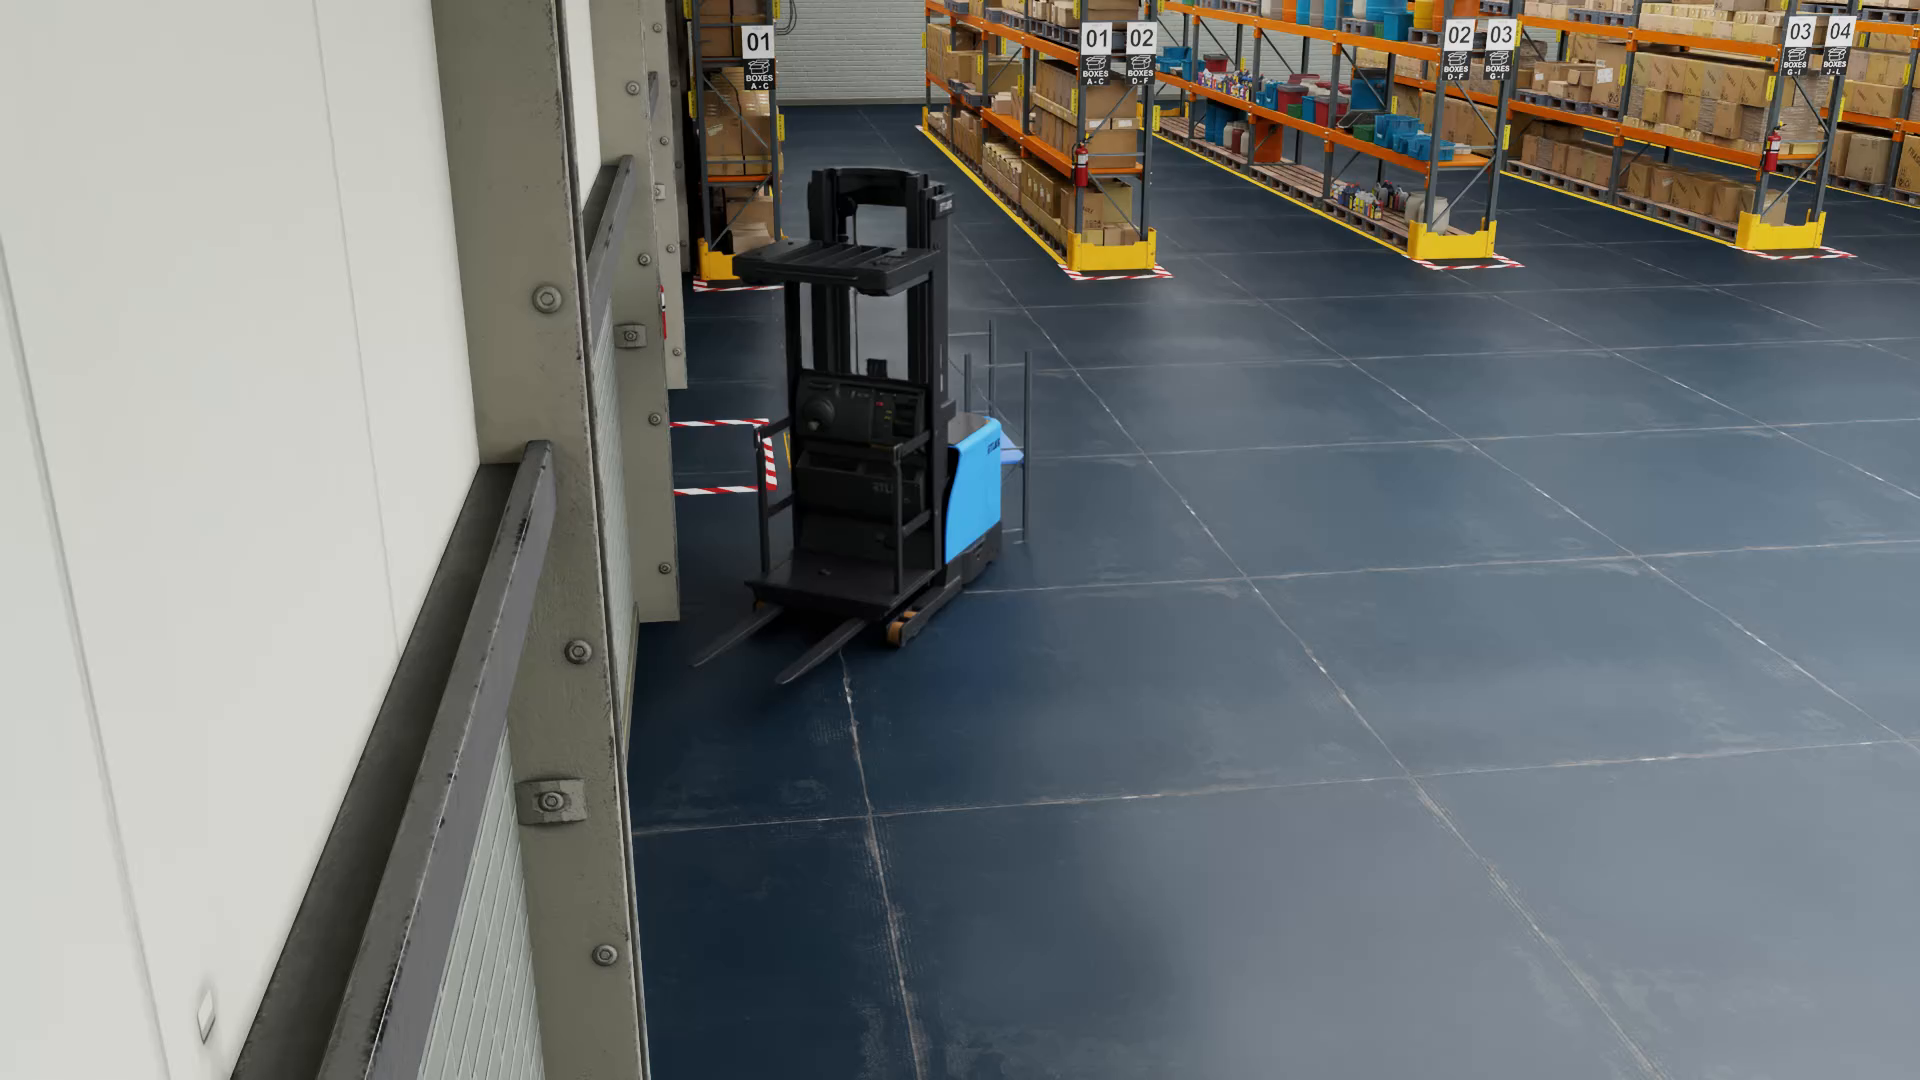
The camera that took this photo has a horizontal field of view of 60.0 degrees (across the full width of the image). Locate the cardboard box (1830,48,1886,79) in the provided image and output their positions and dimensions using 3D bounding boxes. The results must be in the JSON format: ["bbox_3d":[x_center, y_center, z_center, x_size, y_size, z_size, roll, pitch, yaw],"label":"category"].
[{"bbox_3d":[15.903,-8.444,29.464,0.700,0.500,0.500,-3,21,-8],"label":"cardboard box"}]

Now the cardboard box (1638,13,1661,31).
[{"bbox_3d":[11.089,-8.180,26.257,0.500,0.250,0.500,-4,21,-10],"label":"cardboard box"}]

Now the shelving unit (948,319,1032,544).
[{"bbox_3d":[0.157,-0.838,12.816,0.538,1.500,1.048,-5,21,-13],"label":"shelving unit"}]

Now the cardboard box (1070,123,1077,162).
[{"bbox_3d":[1.916,-5.521,23.069,0.700,0.500,0.500,-2,21,-6],"label":"cardboard box"}]

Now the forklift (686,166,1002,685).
[{"bbox_3d":[-0.744,-0.847,10.794,1.130,2.935,3.031,9,22,22],"label":"forklift"}]

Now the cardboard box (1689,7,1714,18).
[{"bbox_3d":[11.245,-7.958,25.093,0.380,0.149,0.250,-3,21,-9],"label":"cardboard box"}]

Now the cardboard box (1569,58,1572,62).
[{"bbox_3d":[14.271,-11.051,38.377,0.380,0.149,0.250,-2,21,-6],"label":"cardboard box"}]

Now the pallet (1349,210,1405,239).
[{"bbox_3d":[6.611,-4.800,25.265,1.003,0.211,1.213,-3,21,-8],"label":"pallet"}]

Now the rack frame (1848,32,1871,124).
[{"bbox_3d":[19.931,-10.283,35.962,1.000,3.000,0.127,-3,21,-8],"label":"rack frame"}]

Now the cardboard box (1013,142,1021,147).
[{"bbox_3d":[1.217,-6.903,29.439,0.500,0.311,0.500,-2,21,-6],"label":"cardboard box"}]

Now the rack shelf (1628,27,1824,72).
[{"bbox_3d":[11.566,-7.389,24.955,1.077,0.370,4.000,-3,21,-8],"label":"rack shelf"}]

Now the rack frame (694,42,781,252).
[{"bbox_3d":[-2.850,-4.879,21.493,1.000,3.000,0.127,-3,21,-8],"label":"rack frame"}]

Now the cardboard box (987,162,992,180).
[{"bbox_3d":[0.756,-6.439,28.998,0.500,0.250,0.500,-3,21,-9],"label":"cardboard box"}]

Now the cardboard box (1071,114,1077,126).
[{"bbox_3d":[1.731,-5.783,22.842,0.380,0.149,0.250,-3,21,-9],"label":"cardboard box"}]

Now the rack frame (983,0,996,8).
[{"bbox_3d":[0.898,-10.711,28.532,1.000,3.000,0.127,-3,21,-8],"label":"rack frame"}]

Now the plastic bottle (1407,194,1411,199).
[{"bbox_3d":[6.907,-5.174,25.552,0.097,0.271,0.097,0,20,0],"label":"plastic bottle"}]

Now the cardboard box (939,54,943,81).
[{"bbox_3d":[-0.157,-9.848,34.654,0.500,0.500,0.500,-2,21,-7],"label":"cardboard box"}]

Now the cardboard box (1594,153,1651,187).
[{"bbox_3d":[11.211,-6.263,28.140,0.700,0.500,0.500,-5,21,-12],"label":"cardboard box"}]

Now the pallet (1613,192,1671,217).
[{"bbox_3d":[11.410,-5.477,27.078,1.003,0.211,1.213,-3,21,-8],"label":"pallet"}]

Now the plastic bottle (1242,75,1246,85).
[{"bbox_3d":[5.605,-9.040,32.816,0.097,0.271,0.097,0,20,0],"label":"plastic bottle"}]

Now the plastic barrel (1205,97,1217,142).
[{"bbox_3d":[5.285,-8.558,33.742,0.600,0.901,0.708,-3,21,-8],"label":"plastic barrel"}]

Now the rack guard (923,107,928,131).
[{"bbox_3d":[-0.244,-9.473,37.365,1.175,0.500,0.348,-3,21,-8],"label":"rack guard"}]

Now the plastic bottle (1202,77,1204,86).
[{"bbox_3d":[4.908,-9.207,33.364,0.097,0.201,0.097,0,20,0],"label":"plastic bottle"}]

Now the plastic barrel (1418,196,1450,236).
[{"bbox_3d":[6.783,-4.634,23.792,0.421,0.512,0.421,0,20,0],"label":"plastic barrel"}]

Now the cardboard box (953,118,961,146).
[{"bbox_3d":[0.150,-8.141,33.169,0.500,0.500,0.500,-4,21,-10],"label":"cardboard box"}]

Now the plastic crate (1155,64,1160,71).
[{"bbox_3d":[4.419,-10.371,36.488,0.250,0.136,0.298,-3,21,-8],"label":"plastic crate"}]

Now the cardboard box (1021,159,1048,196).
[{"bbox_3d":[1.232,-5.599,25.678,0.500,0.500,0.500,-3,21,-8],"label":"cardboard box"}]

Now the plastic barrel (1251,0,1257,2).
[{"bbox_3d":[5.500,-10.050,30.647,0.301,0.262,0.301,0,20,0],"label":"plastic barrel"}]

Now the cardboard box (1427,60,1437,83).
[{"bbox_3d":[9.944,-9.659,34.146,0.500,0.500,0.500,-3,21,-8],"label":"cardboard box"}]

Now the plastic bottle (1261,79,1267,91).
[{"bbox_3d":[5.858,-8.737,31.999,0.152,0.276,0.135,-3,21,-8],"label":"plastic bottle"}]

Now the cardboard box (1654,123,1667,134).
[{"bbox_3d":[11.139,-6.459,26.083,0.380,0.149,0.250,-3,21,-8],"label":"cardboard box"}]

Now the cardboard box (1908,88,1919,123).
[{"bbox_3d":[16.266,-7.172,27.417,0.875,0.550,0.550,-3,21,-8],"label":"cardboard box"}]

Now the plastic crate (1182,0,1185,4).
[{"bbox_3d":[4.776,-11.160,34.260,0.416,0.233,0.300,-3,21,-8],"label":"plastic crate"}]

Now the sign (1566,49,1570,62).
[{"bbox_3d":[11.237,-8.935,30.809,0.100,0.325,0.005,-3,21,-8],"label":"sign"}]

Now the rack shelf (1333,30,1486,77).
[{"bbox_3d":[6.665,-7.140,24.286,1.077,0.370,4.000,-3,21,-8],"label":"rack shelf"}]

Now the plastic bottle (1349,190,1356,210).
[{"bbox_3d":[6.092,-5.273,25.799,0.061,0.283,0.133,-2,21,-5],"label":"plastic bottle"}]

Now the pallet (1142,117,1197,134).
[{"bbox_3d":[4.727,-9.325,37.381,1.003,0.211,1.213,-3,21,-8],"label":"pallet"}]

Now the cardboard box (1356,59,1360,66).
[{"bbox_3d":[9.273,-10.911,38.002,0.380,0.149,0.250,-3,21,-7],"label":"cardboard box"}]

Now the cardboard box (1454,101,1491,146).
[{"bbox_3d":[10.502,-8.149,32.684,1.225,0.875,0.875,-3,21,-8],"label":"cardboard box"}]

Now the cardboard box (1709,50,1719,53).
[{"bbox_3d":[15.443,-9.869,33.760,0.380,0.149,0.250,-4,21,-10],"label":"cardboard box"}]

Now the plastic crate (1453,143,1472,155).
[{"bbox_3d":[7.143,-5.582,23.750,0.298,0.136,0.250,-3,21,-8],"label":"plastic crate"}]

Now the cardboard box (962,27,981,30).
[{"bbox_3d":[0.308,-10.513,35.005,0.500,0.500,0.500,-2,21,-6],"label":"cardboard box"}]

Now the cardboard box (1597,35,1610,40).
[{"bbox_3d":[14.482,-11.338,36.787,0.500,0.500,0.500,-4,21,-9],"label":"cardboard box"}]

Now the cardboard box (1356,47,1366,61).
[{"bbox_3d":[9.350,-11.058,37.825,0.500,0.250,0.500,-3,21,-9],"label":"cardboard box"}]

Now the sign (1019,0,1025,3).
[{"bbox_3d":[0.939,-8.279,25.121,0.100,0.325,0.005,-3,21,-8],"label":"sign"}]

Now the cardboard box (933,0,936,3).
[{"bbox_3d":[-0.300,-11.468,35.060,0.500,0.250,0.500,-3,21,-8],"label":"cardboard box"}]

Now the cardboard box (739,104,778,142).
[{"bbox_3d":[-2.751,-5.701,22.807,0.500,0.500,0.500,-4,21,-10],"label":"cardboard box"}]

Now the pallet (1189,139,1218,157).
[{"bbox_3d":[5.293,-7.958,33.722,1.003,0.211,1.213,-3,21,-8],"label":"pallet"}]

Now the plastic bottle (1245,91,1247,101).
[{"bbox_3d":[5.321,-8.215,30.709,0.097,0.201,0.097,0,20,0],"label":"plastic bottle"}]

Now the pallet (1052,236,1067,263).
[{"bbox_3d":[1.899,-4.087,23.357,1.003,0.211,1.213,-3,21,-8],"label":"pallet"}]

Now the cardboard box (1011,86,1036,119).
[{"bbox_3d":[1.156,-7.367,28.011,0.500,0.500,0.500,-4,21,-11],"label":"cardboard box"}]

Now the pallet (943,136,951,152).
[{"bbox_3d":[0.223,-8.217,34.414,1.003,0.211,1.213,-3,21,-8],"label":"pallet"}]

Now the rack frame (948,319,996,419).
[{"bbox_3d":[0.035,-1.011,13.279,0.500,1.500,0.032,-5,21,-13],"label":"rack frame"}]

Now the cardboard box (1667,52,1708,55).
[{"bbox_3d":[11.615,-7.526,26.583,0.500,0.500,0.500,-3,21,-8],"label":"cardboard box"}]

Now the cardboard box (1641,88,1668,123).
[{"bbox_3d":[11.319,-6.866,26.244,0.875,0.500,0.500,-3,21,-8],"label":"cardboard box"}]
